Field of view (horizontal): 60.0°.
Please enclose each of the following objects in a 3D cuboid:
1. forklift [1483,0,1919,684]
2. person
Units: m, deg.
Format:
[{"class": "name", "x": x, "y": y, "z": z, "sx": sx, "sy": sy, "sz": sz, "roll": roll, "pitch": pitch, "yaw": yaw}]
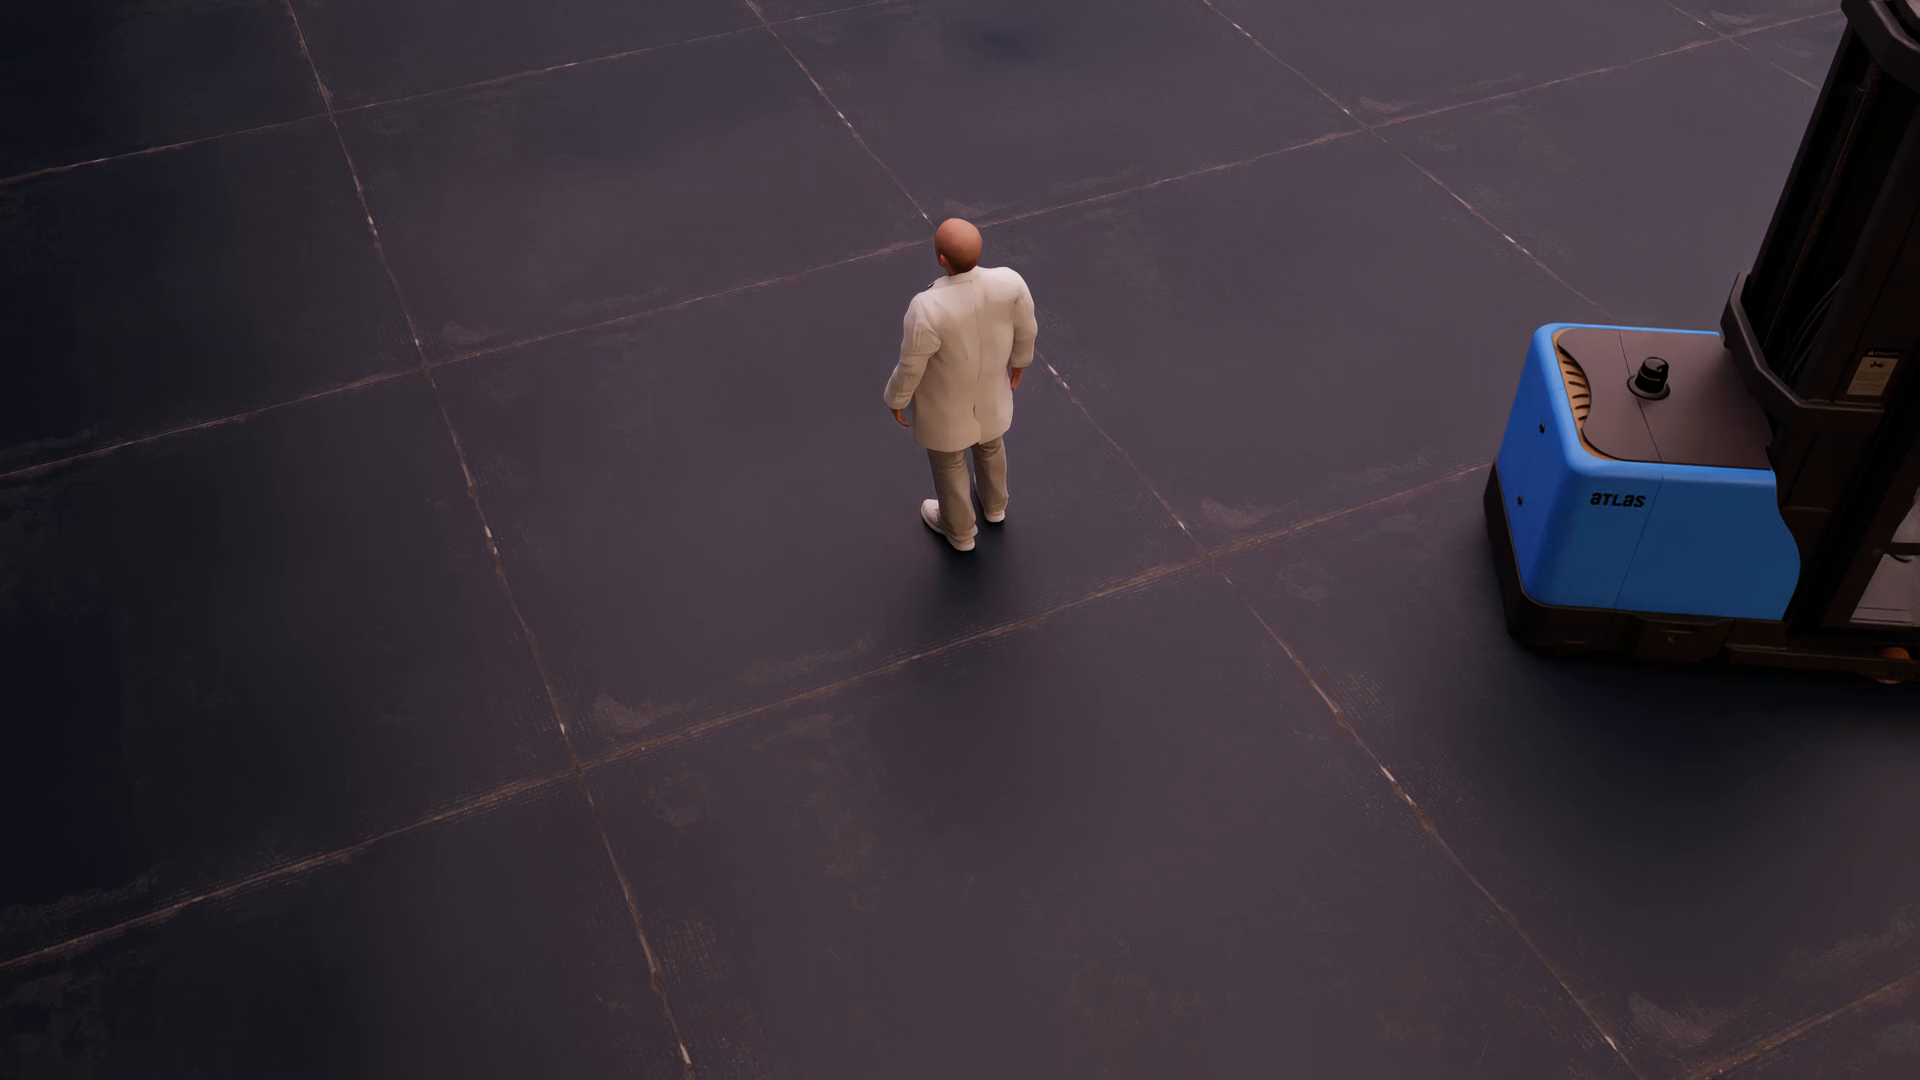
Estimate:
[{"class": "forklift", "x": 3.960, "y": -0.821, "z": 6.560, "sx": 3.031, "sy": 2.935, "sz": 1.130, "roll": 4, "pitch": 43, "yaw": 4}, {"class": "person", "x": -0.035, "y": -0.713, "z": 7.279, "sx": 0.698, "sy": 1.778, "sz": 0.578, "roll": -18, "pitch": 46, "yaw": -18}]
